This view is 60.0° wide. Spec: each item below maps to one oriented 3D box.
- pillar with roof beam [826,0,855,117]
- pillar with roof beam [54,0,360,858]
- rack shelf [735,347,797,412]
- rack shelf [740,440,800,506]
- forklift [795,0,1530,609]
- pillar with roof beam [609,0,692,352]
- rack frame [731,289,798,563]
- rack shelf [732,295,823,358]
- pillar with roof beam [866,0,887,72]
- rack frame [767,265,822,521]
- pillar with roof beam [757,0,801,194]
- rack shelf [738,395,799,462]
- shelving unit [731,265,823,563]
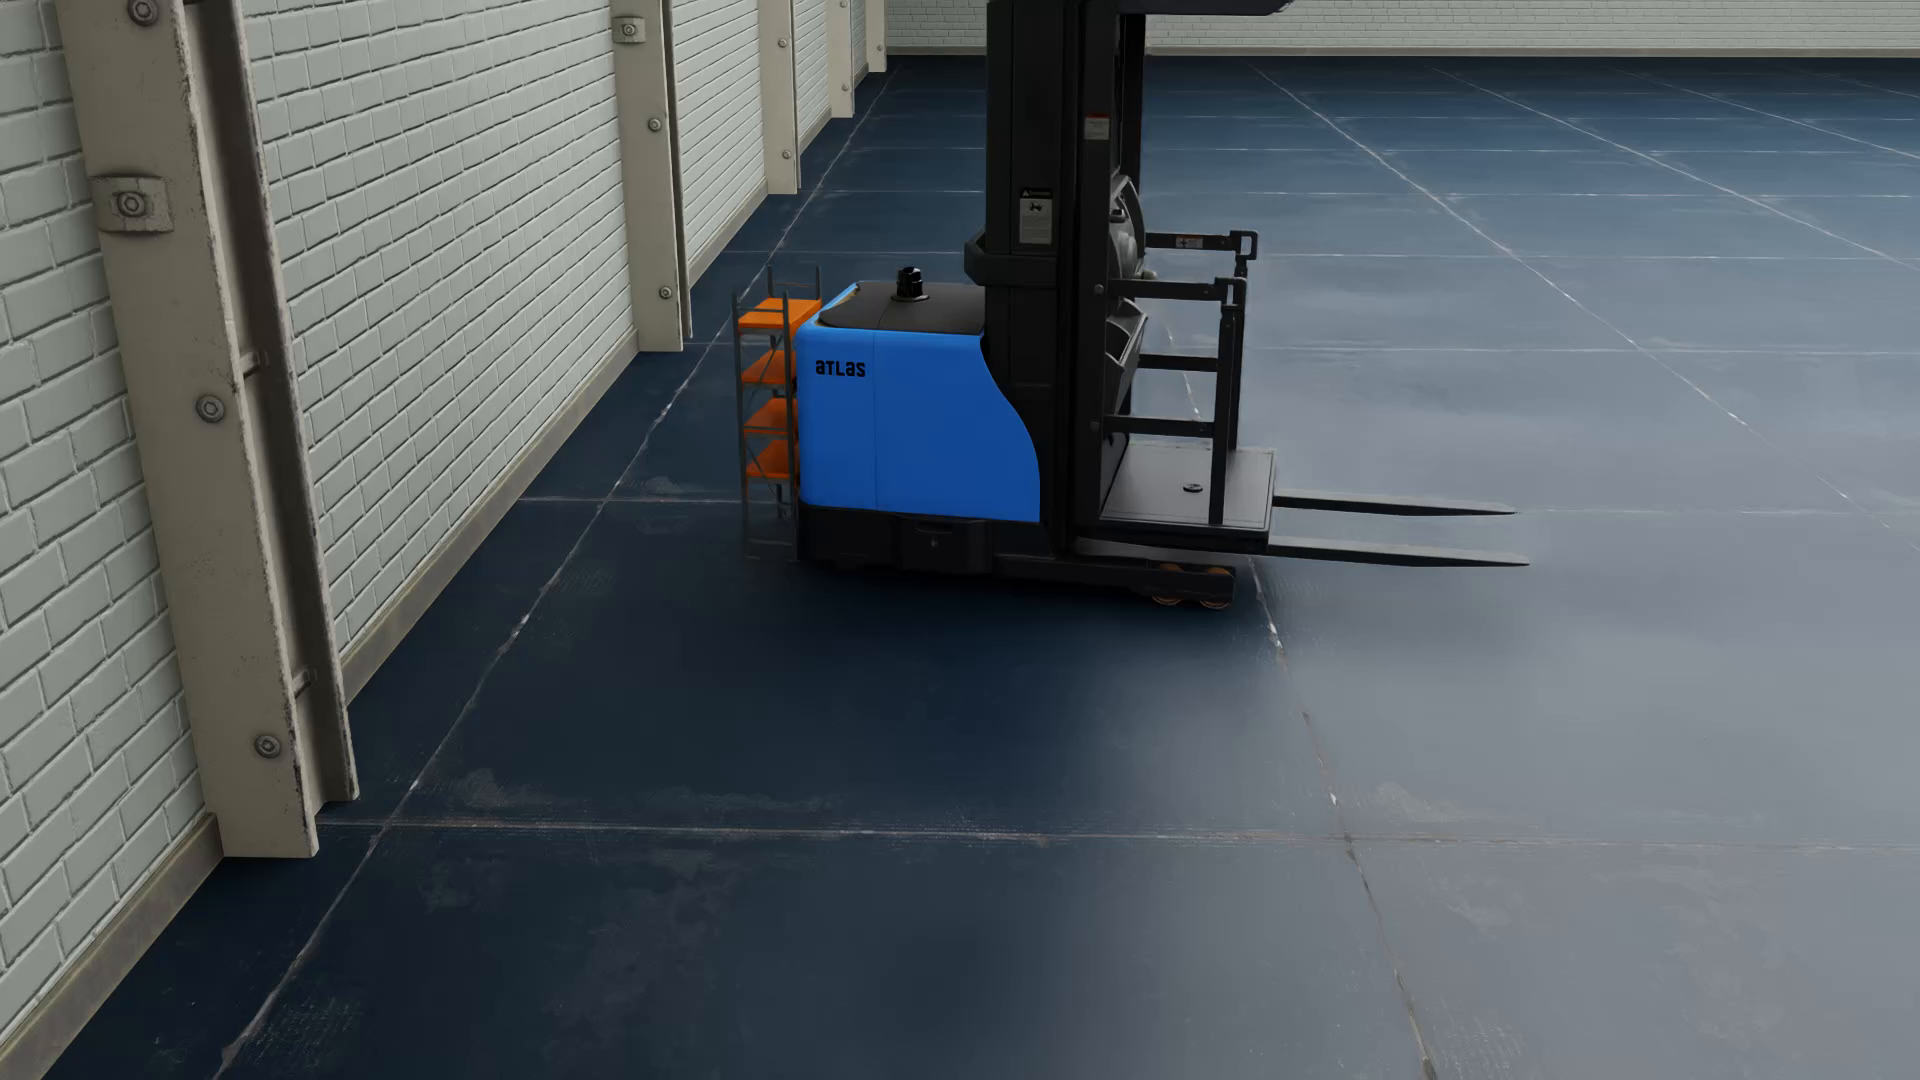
[{"bbox_3d":[2.738,-9.766,20.258,9.100,9.000,0.400,1,21,2],"label":"pillar with roof beam"},{"bbox_3d":[2.190,-3.258,3.484,9.100,9.000,0.400,1,21,2],"label":"pillar with roof beam"},{"bbox_3d":[-0.779,-0.704,7.252,0.258,0.148,0.480,4,22,11],"label":"rack shelf"},{"bbox_3d":[-0.779,-0.310,7.405,0.258,0.148,0.480,4,22,11],"label":"rack shelf"},{"bbox_3d":[0.875,-1.295,6.814,3.031,2.935,1.130,4,22,11],"label":"forklift"},{"bbox_3d":[2.373,-5.427,9.076,9.100,9.000,0.400,1,21,2],"label":"pillar with roof beam"},{"bbox_3d":[-0.828,-0.472,7.086,0.240,1.200,0.015,4,22,11],"label":"rack frame"},{"bbox_3d":[-0.779,-0.925,7.167,0.258,0.148,0.480,4,22,11],"label":"rack shelf"},{"bbox_3d":[2.920,-11.935,25.849,9.100,9.000,0.400,1,21,2],"label":"pillar with roof beam"},{"bbox_3d":[-0.731,-0.645,7.532,0.240,1.200,0.015,4,22,11],"label":"rack frame"},{"bbox_3d":[2.555,-7.596,14.667,9.100,9.000,0.400,1,21,2],"label":"pillar with roof beam"},{"bbox_3d":[-0.779,-0.495,7.333,0.258,0.148,0.480,4,22,11],"label":"rack shelf"},{"bbox_3d":[-0.779,-0.558,7.309,0.258,1.200,0.503,4,22,11],"label":"shelving unit"}]
